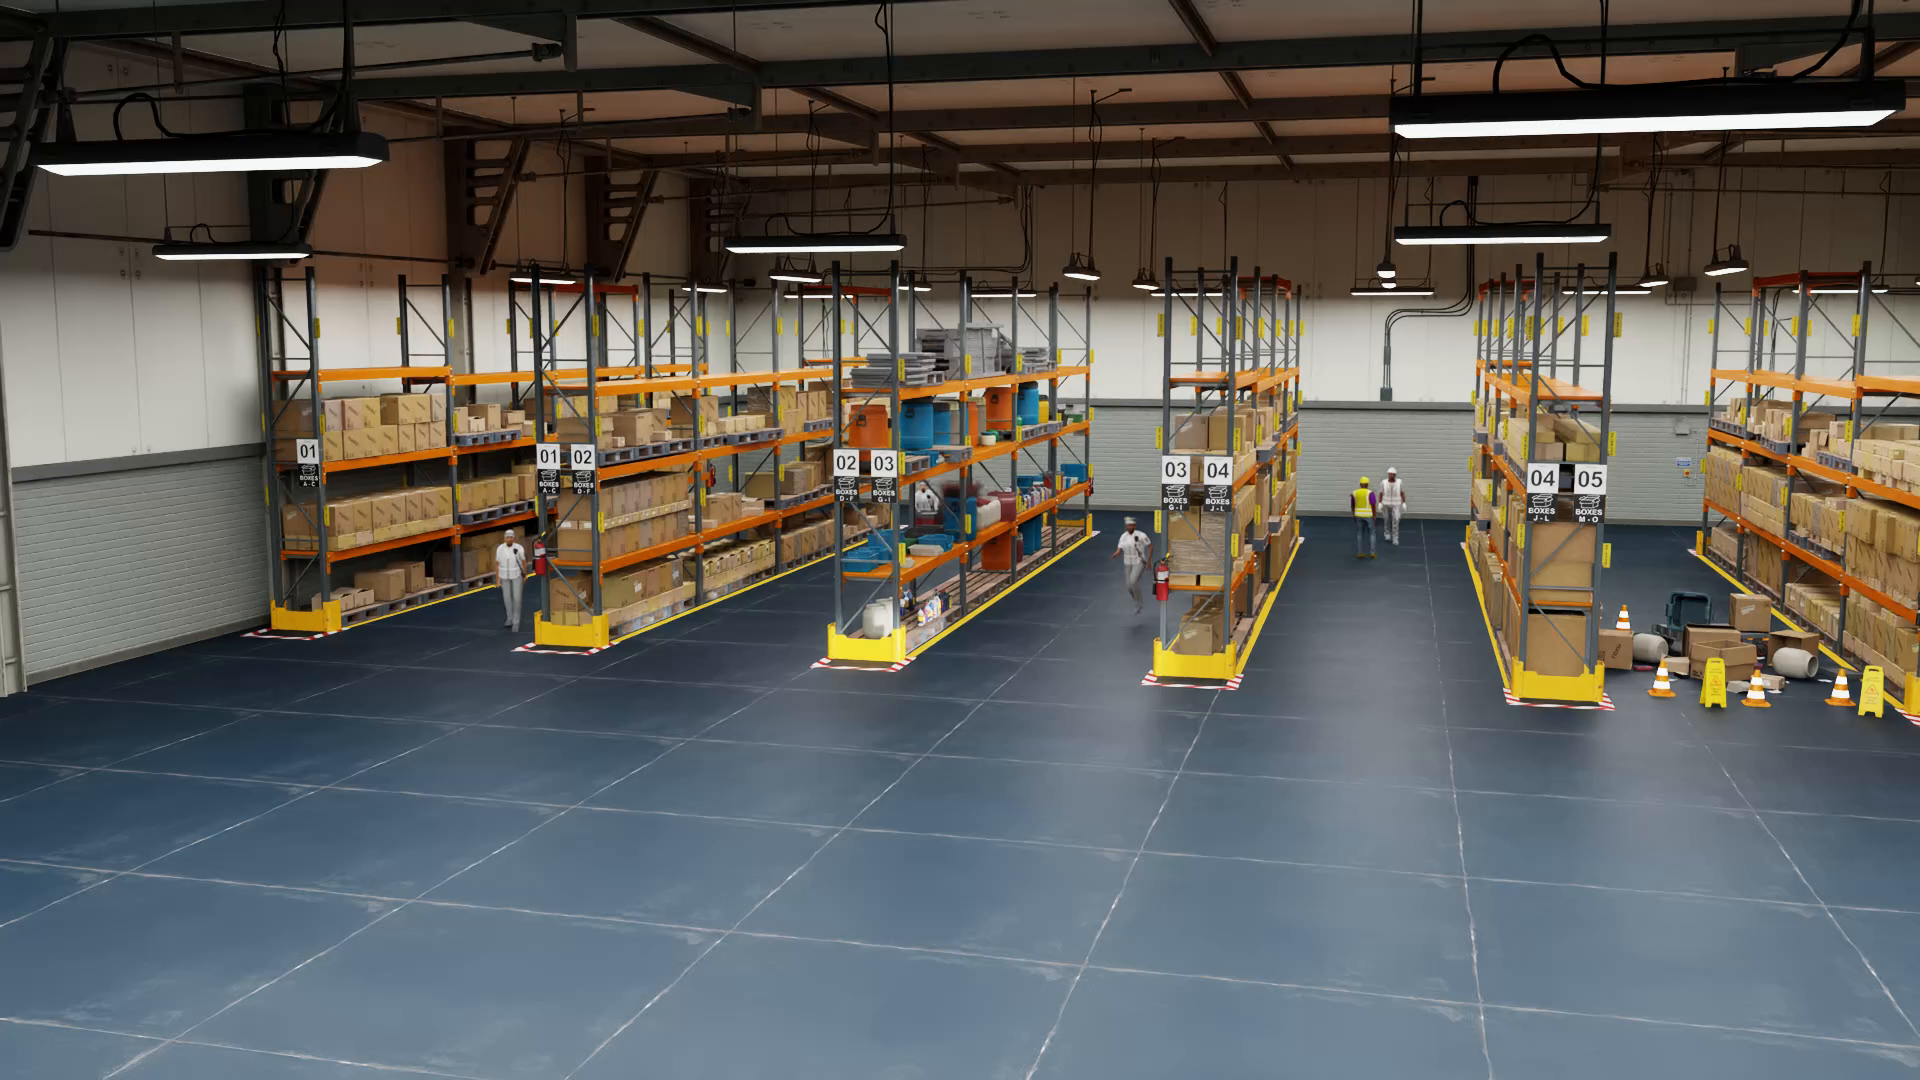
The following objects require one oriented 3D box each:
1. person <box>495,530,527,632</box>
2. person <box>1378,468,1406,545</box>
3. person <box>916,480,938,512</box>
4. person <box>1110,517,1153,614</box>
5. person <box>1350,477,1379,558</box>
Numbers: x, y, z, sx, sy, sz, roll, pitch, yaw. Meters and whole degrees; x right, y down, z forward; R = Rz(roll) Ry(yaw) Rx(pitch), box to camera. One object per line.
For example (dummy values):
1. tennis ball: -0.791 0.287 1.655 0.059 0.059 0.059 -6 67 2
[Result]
1. person: -7.546 0.668 27.861 0.492 1.683 0.742 0 7 -2
2. person: 10.133 -0.818 38.958 0.648 1.758 0.926 2 7 13
3. person: -0.797 -0.520 37.075 0.547 1.698 0.984 2 7 13
4. person: 2.935 0.406 28.287 0.578 1.610 0.814 5 9 36
5. person: 8.887 -0.473 36.493 0.644 1.837 0.386 4 8 30
